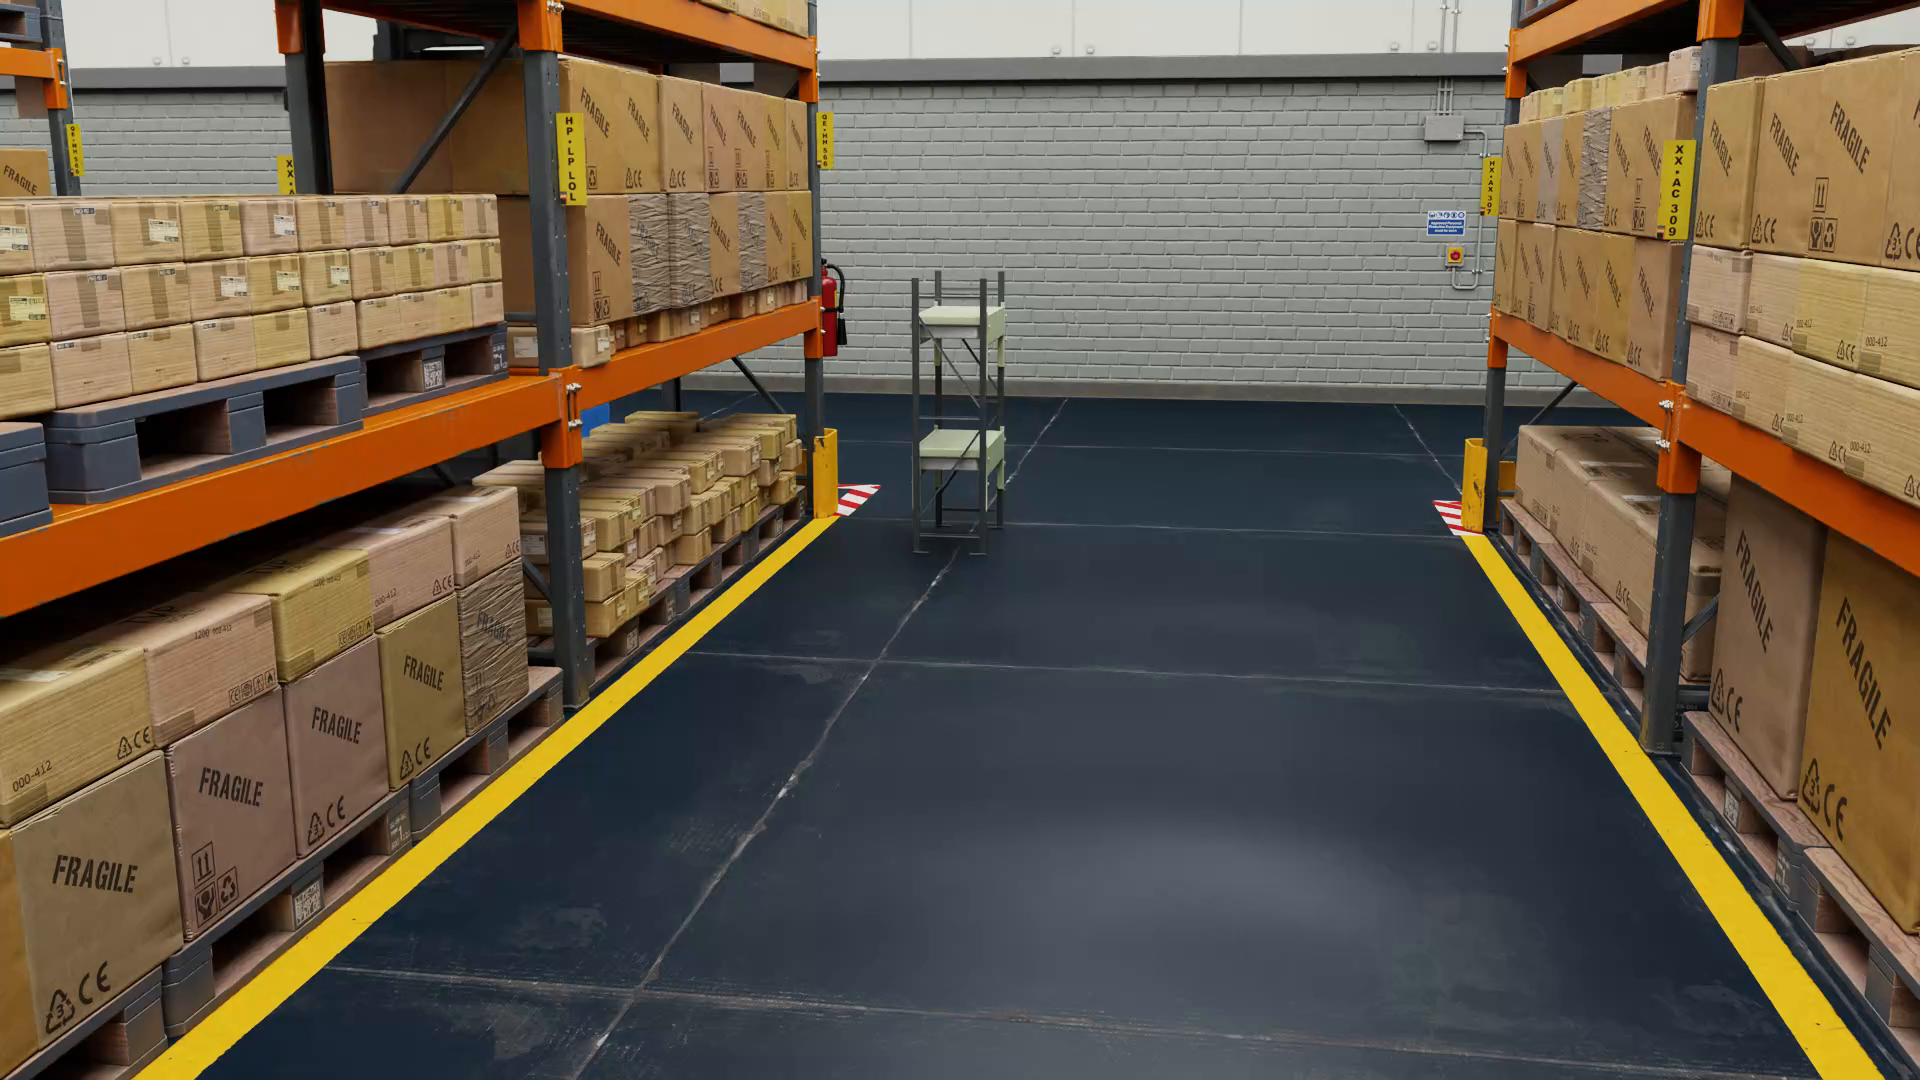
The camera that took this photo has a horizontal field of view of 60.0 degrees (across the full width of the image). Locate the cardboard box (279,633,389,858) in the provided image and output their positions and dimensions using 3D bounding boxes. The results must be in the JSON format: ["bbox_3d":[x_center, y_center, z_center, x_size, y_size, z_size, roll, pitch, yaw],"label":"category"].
[{"bbox_3d":[-1.986,0.560,4.714,0.500,0.500,0.500,2,12,7],"label":"cardboard box"}]

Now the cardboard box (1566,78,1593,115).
[{"bbox_3d":[2.955,-1.994,7.477,0.380,0.149,0.250,2,12,7],"label":"cardboard box"}]

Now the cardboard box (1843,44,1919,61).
[{"bbox_3d":[3.253,-1.605,5.673,0.380,0.149,0.250,2,12,8],"label":"cardboard box"}]

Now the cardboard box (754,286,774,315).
[{"bbox_3d":[-1.229,-1.308,9.041,0.380,0.149,0.250,2,12,10],"label":"cardboard box"}]

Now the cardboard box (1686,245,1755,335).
[{"bbox_3d":[2.602,-0.782,5.171,0.500,0.250,0.500,2,12,7],"label":"cardboard box"}]

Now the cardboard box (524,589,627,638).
[{"bbox_3d":[-1.585,0.290,6.797,0.380,0.149,0.250,1,12,6],"label":"cardboard box"}]

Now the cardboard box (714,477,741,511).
[{"bbox_3d":[-1.345,-0.234,8.524,0.380,0.149,0.250,3,12,11],"label":"cardboard box"}]

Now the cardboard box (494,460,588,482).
[{"bbox_3d":[-2.033,-0.292,8.085,0.380,0.149,0.250,1,12,7],"label":"cardboard box"}]

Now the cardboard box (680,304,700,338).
[{"bbox_3d":[-1.437,-1.034,7.768,0.380,0.149,0.250,2,12,11],"label":"cardboard box"}]

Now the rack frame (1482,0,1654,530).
[{"bbox_3d":[3.563,-1.526,9.455,1.000,3.000,0.127,2,12,9],"label":"rack frame"}]

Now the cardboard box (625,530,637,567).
[{"bbox_3d":[-1.634,0.038,7.263,0.380,0.149,0.250,2,12,8],"label":"cardboard box"}]

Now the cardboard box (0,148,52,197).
[{"bbox_3d":[-6.044,-2.176,10.340,0.500,0.500,0.500,2,12,9],"label":"cardboard box"}]

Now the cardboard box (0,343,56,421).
[{"bbox_3d":[-2.183,-0.337,3.539,0.380,0.149,0.250,2,12,11],"label":"cardboard box"}]

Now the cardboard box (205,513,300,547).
[{"bbox_3d":[-2.413,0.074,5.189,0.500,0.250,0.500,2,12,10],"label":"cardboard box"}]

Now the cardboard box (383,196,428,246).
[{"bbox_3d":[-1.909,-1.006,5.231,0.380,0.149,0.250,1,12,7],"label":"cardboard box"}]

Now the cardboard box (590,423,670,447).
[{"bbox_3d":[-1.848,-0.560,9.331,0.380,0.149,0.250,2,12,8],"label":"cardboard box"}]

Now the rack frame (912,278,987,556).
[{"bbox_3d":[-0.057,-0.656,8.975,0.400,1.500,0.023,2,12,9],"label":"rack frame"}]

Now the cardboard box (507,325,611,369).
[{"bbox_3d":[-1.592,-0.758,6.488,0.380,0.149,0.250,2,12,11],"label":"cardboard box"}]

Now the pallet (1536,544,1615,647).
[{"bbox_3d":[3.328,0.259,7.789,1.003,0.211,1.213,2,12,9],"label":"pallet"}]

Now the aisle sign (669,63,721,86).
[{"bbox_3d":[-1.628,-2.961,9.943,0.394,0.787,0.004,2,12,9],"label":"aisle sign"}]

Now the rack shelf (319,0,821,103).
[{"bbox_3d":[-1.651,-2.364,7.929,1.077,0.370,4.000,2,12,9],"label":"rack shelf"}]

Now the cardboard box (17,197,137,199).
[{"bbox_3d":[-2.632,-0.922,4.840,0.380,0.149,0.250,2,12,8],"label":"cardboard box"}]

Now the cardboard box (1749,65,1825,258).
[{"bbox_3d":[2.546,-1.042,4.598,0.500,0.500,0.500,2,12,8],"label":"cardboard box"}]

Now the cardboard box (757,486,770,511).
[{"bbox_3d":[-1.283,-0.252,9.312,0.380,0.149,0.250,2,12,8],"label":"cardboard box"}]

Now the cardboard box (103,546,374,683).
[{"bbox_3d":[-1.983,0.198,4.613,0.500,0.250,0.500,1,12,6],"label":"cardboard box"}]

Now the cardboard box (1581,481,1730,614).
[{"bbox_3d":[3.288,0.040,7.272,0.875,0.438,0.875,2,12,7],"label":"cardboard box"}]

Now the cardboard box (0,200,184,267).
[{"bbox_3d":[-2.111,-0.737,3.980,0.380,0.149,0.250,2,12,10],"label":"cardboard box"}]

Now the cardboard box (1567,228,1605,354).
[{"bbox_3d":[2.904,-1.060,7.052,0.500,0.500,0.500,2,12,8],"label":"cardboard box"}]

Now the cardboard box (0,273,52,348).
[{"bbox_3d":[-2.185,-0.487,3.526,0.380,0.149,0.250,2,12,9],"label":"cardboard box"}]

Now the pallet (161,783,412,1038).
[{"bbox_3d":[-2.262,0.947,4.597,1.003,0.211,1.213,2,12,9],"label":"pallet"}]

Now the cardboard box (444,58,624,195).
[{"bbox_3d":[-1.648,-1.602,6.490,0.500,0.500,0.500,2,12,10],"label":"cardboard box"}]

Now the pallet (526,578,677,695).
[{"bbox_3d":[-1.890,0.389,7.185,1.003,0.211,1.213,2,12,9],"label":"pallet"}]

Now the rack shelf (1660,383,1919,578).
[{"bbox_3d":[2.641,0.075,3.735,1.077,0.370,4.000,2,12,9],"label":"rack shelf"}]

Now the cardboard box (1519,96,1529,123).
[{"bbox_3d":[3.235,-2.316,8.969,0.380,0.149,0.250,2,12,10],"label":"cardboard box"}]

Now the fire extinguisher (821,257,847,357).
[{"bbox_3d":[-0.848,-1.483,10.323,0.296,0.674,0.183,2,12,9],"label":"fire extinguisher"}]

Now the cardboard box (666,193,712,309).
[{"bbox_3d":[-1.451,-1.329,7.596,0.500,0.500,0.500,2,12,7],"label":"cardboard box"}]

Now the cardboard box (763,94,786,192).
[{"bbox_3d":[-1.246,-2.140,8.985,0.500,0.500,0.500,1,12,7],"label":"cardboard box"}]

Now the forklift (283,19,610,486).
[{"bbox_3d":[-3.128,-1.545,9.707,1.130,2.935,3.031,2,12,11],"label":"forklift"}]

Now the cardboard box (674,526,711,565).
[{"bbox_3d":[-1.426,0.019,8.056,0.380,0.149,0.250,2,12,7],"label":"cardboard box"}]

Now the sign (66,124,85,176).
[{"bbox_3d":[-5.695,-2.509,10.703,0.100,0.325,0.005,2,12,9],"label":"sign"}]

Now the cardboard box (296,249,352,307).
[{"bbox_3d":[-1.984,-0.754,4.765,0.380,0.149,0.250,1,12,6],"label":"cardboard box"}]

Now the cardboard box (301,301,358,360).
[{"bbox_3d":[-1.979,-0.610,4.803,0.380,0.149,0.250,1,12,6],"label":"cardboard box"}]

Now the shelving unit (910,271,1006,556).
[{"bbox_3d":[-0.001,-0.732,9.329,0.431,1.500,0.755,2,12,9],"label":"shelving unit"}]

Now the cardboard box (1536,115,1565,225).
[{"bbox_3d":[3.064,-1.758,7.919,0.500,0.500,0.500,2,12,8],"label":"cardboard box"}]

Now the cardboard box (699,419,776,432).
[{"bbox_3d":[-1.270,-0.599,9.511,0.380,0.149,0.250,2,12,10],"label":"cardboard box"}]

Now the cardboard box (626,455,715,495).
[{"bbox_3d":[-1.435,-0.325,8.238,0.380,0.149,0.250,2,12,9],"label":"cardboard box"}]

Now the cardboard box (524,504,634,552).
[{"bbox_3d":[-1.600,-0.056,6.990,0.380,0.149,0.250,3,12,11],"label":"cardboard box"}]

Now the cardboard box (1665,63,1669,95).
[{"bbox_3d":[2.877,-1.726,6.230,0.380,0.149,0.250,2,12,9],"label":"cardboard box"}]

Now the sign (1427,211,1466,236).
[{"bbox_3d":[4.369,-2.847,14.943,0.327,0.218,0.001,2,12,9],"label":"sign"}]
